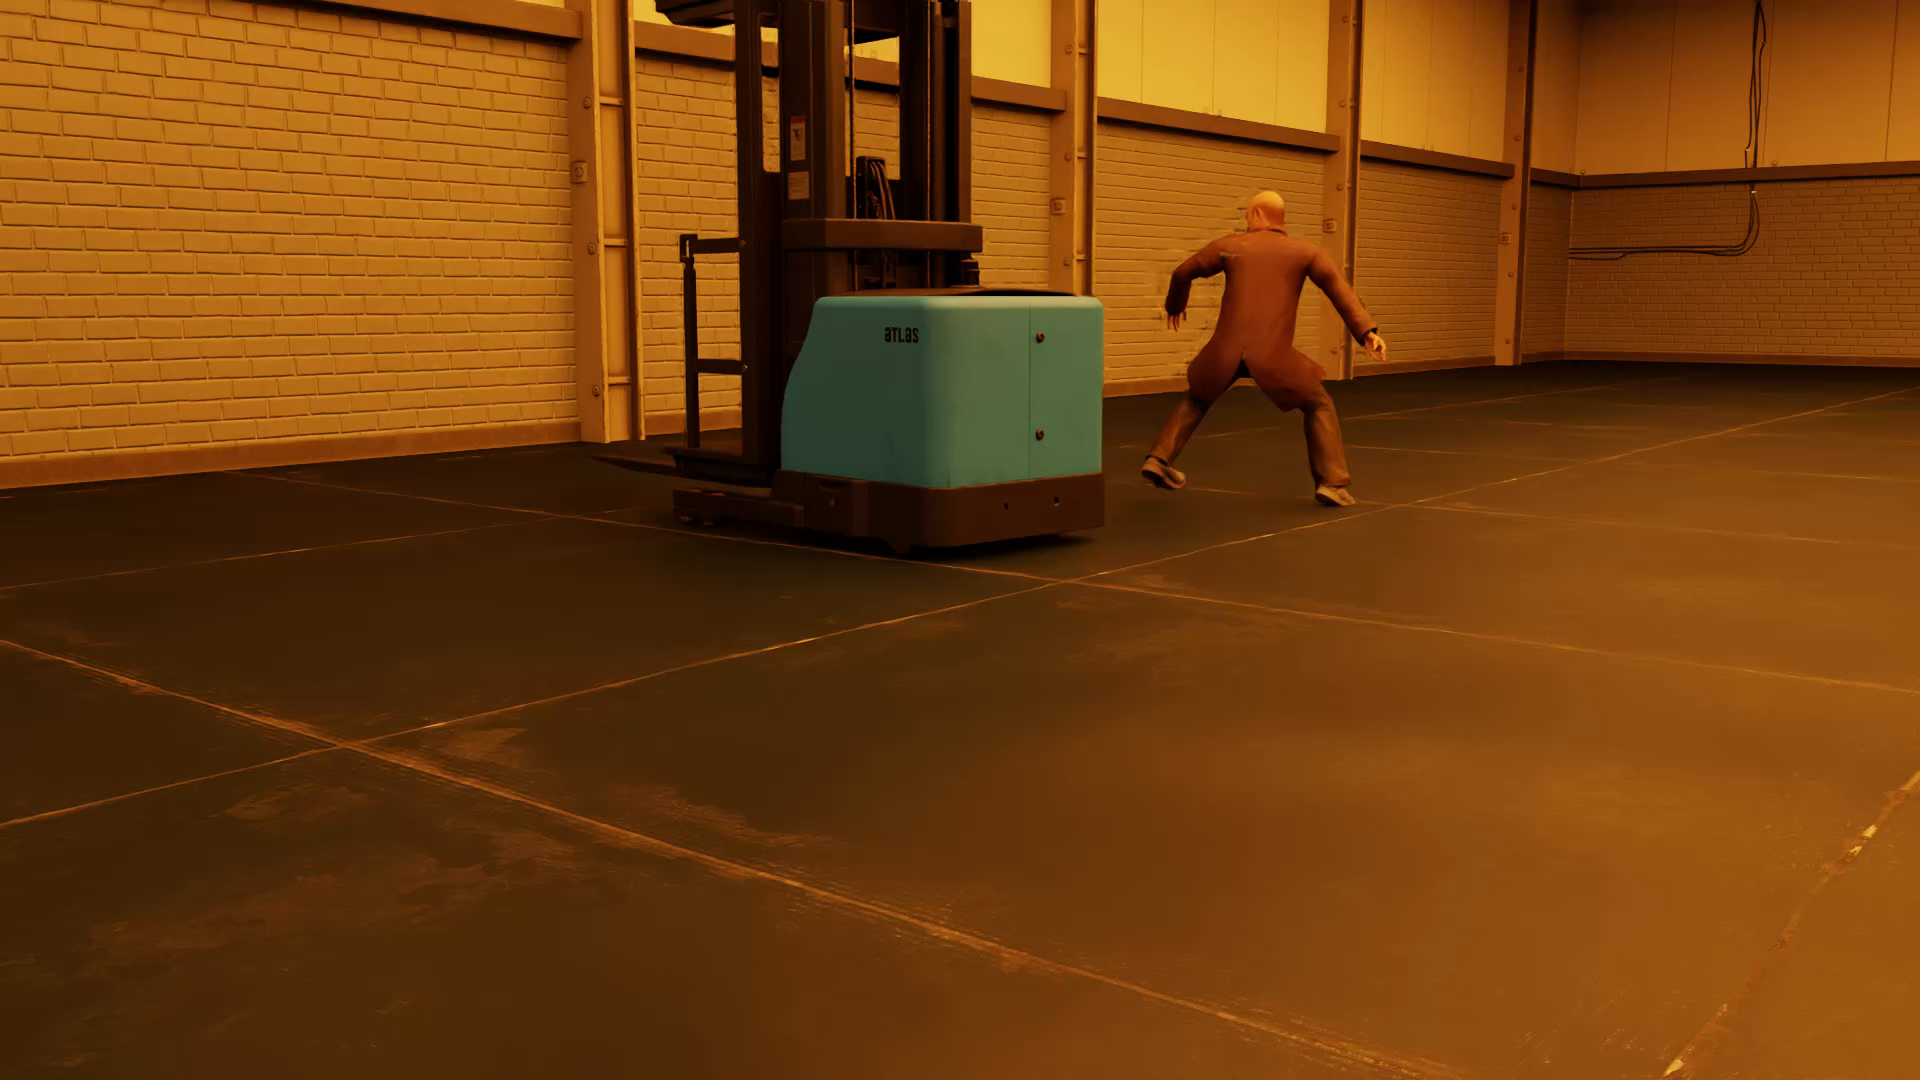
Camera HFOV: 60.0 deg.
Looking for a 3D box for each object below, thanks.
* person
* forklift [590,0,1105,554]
[{"bbox_3d":[1.599,-0.940,8.581,1.218,1.702,0.606,3,9,22],"label":"person"},{"bbox_3d":[-0.727,-1.555,7.908,1.130,2.935,3.031,-8,11,-42],"label":"forklift"}]
